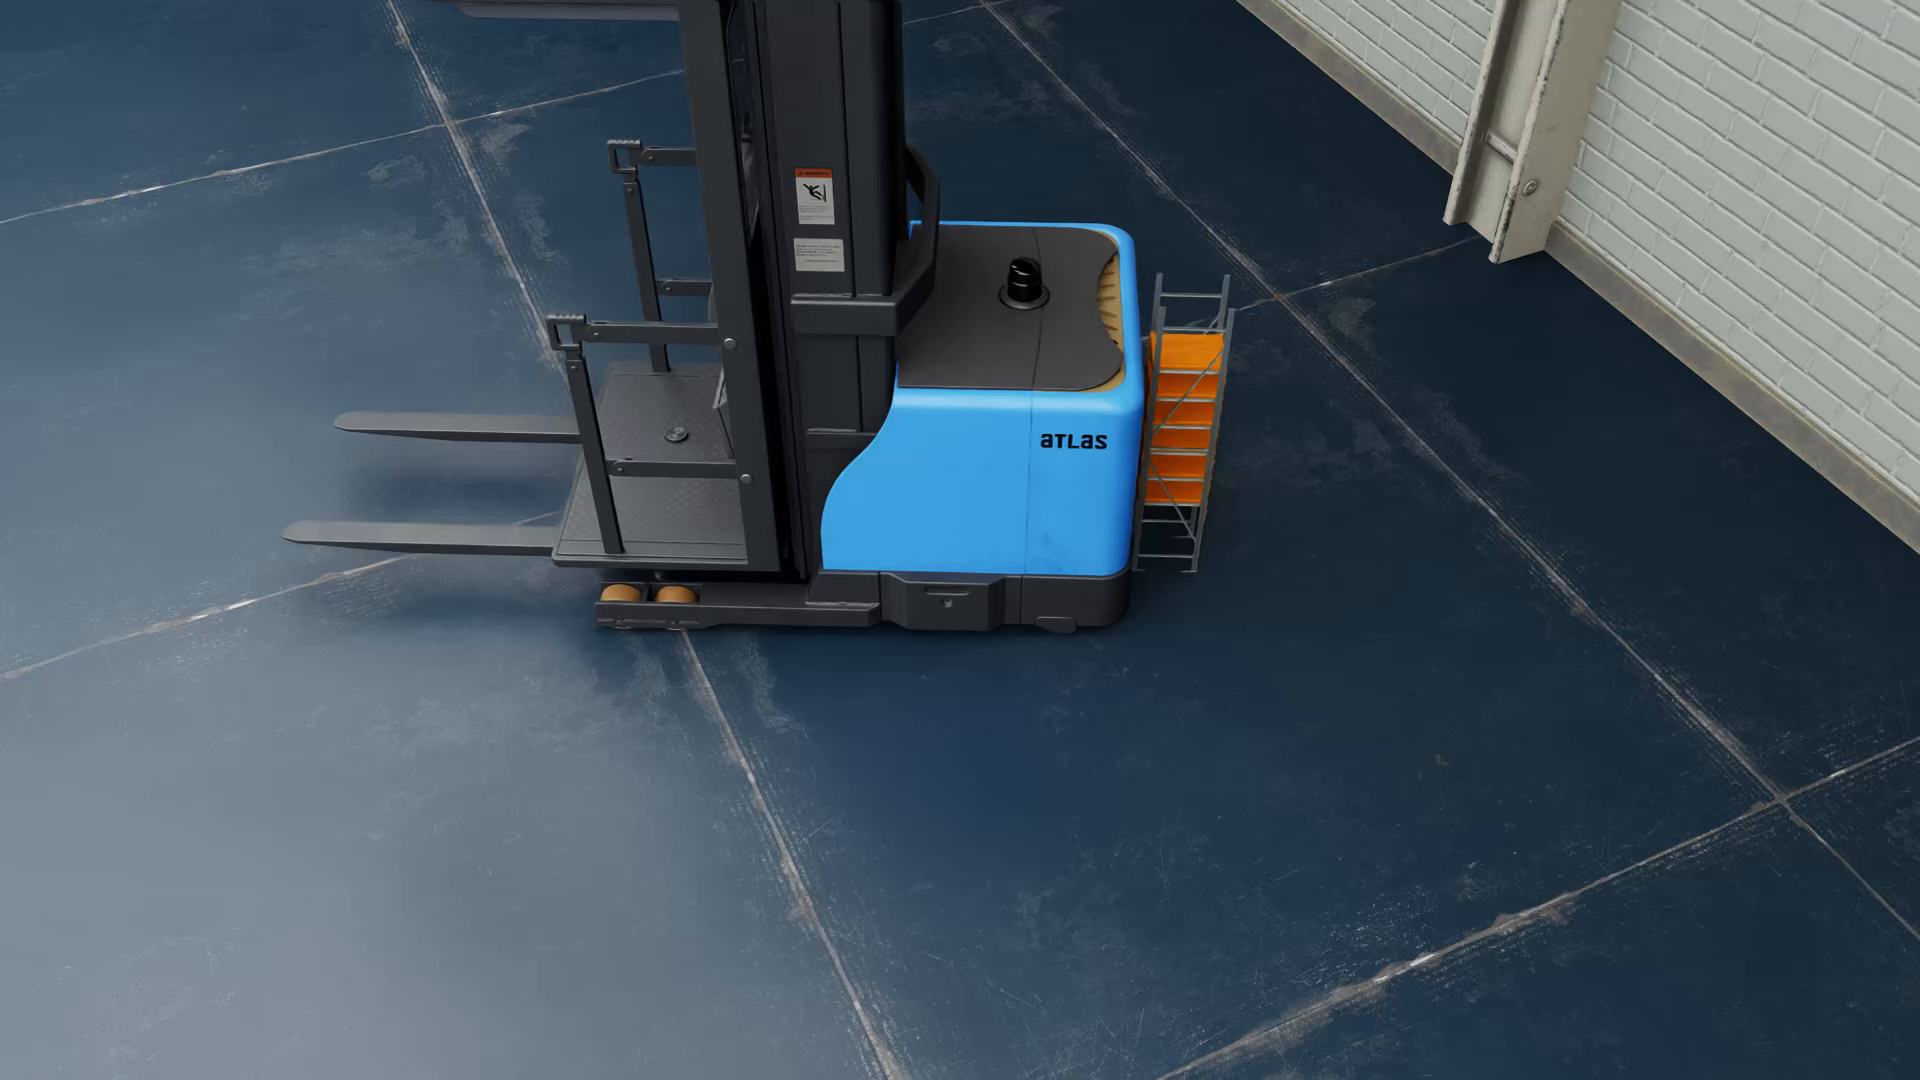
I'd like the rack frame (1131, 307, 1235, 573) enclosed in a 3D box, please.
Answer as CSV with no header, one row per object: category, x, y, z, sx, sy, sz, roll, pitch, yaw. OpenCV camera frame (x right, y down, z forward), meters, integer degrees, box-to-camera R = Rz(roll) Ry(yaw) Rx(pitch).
rack frame,0.753,-0.310,5.710,0.240,1.200,0.006,2,45,1

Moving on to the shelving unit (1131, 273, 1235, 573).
shelving unit,0.756,-0.375,5.775,0.258,1.200,0.189,2,45,1

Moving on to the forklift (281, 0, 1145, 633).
forklift,-0.903,-1.092,5.269,3.031,2.935,1.130,1,45,1

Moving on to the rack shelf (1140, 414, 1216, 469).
rack shelf,0.756,-0.343,5.806,0.258,0.103,0.180,2,45,1

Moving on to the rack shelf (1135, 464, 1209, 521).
rack shelf,0.755,-0.172,5.975,0.258,0.103,0.180,2,45,1

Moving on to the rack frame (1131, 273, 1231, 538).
rack frame,0.759,-0.439,5.840,0.240,1.200,0.006,2,45,1

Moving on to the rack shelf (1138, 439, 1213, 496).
rack shelf,0.756,-0.258,5.890,0.258,0.103,0.180,2,45,1

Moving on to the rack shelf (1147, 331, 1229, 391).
rack shelf,0.757,-0.599,5.553,0.258,0.103,0.180,2,45,1

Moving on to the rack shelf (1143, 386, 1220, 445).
rack shelf,0.756,-0.428,5.722,0.258,0.103,0.180,2,45,1

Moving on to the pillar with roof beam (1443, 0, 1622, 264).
pillar with roof beam,-1.431,-3.350,3.238,9.100,9.000,0.400,-18,47,-17

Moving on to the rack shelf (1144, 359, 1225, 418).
rack shelf,0.757,-0.514,5.637,0.258,0.103,0.180,2,45,1
